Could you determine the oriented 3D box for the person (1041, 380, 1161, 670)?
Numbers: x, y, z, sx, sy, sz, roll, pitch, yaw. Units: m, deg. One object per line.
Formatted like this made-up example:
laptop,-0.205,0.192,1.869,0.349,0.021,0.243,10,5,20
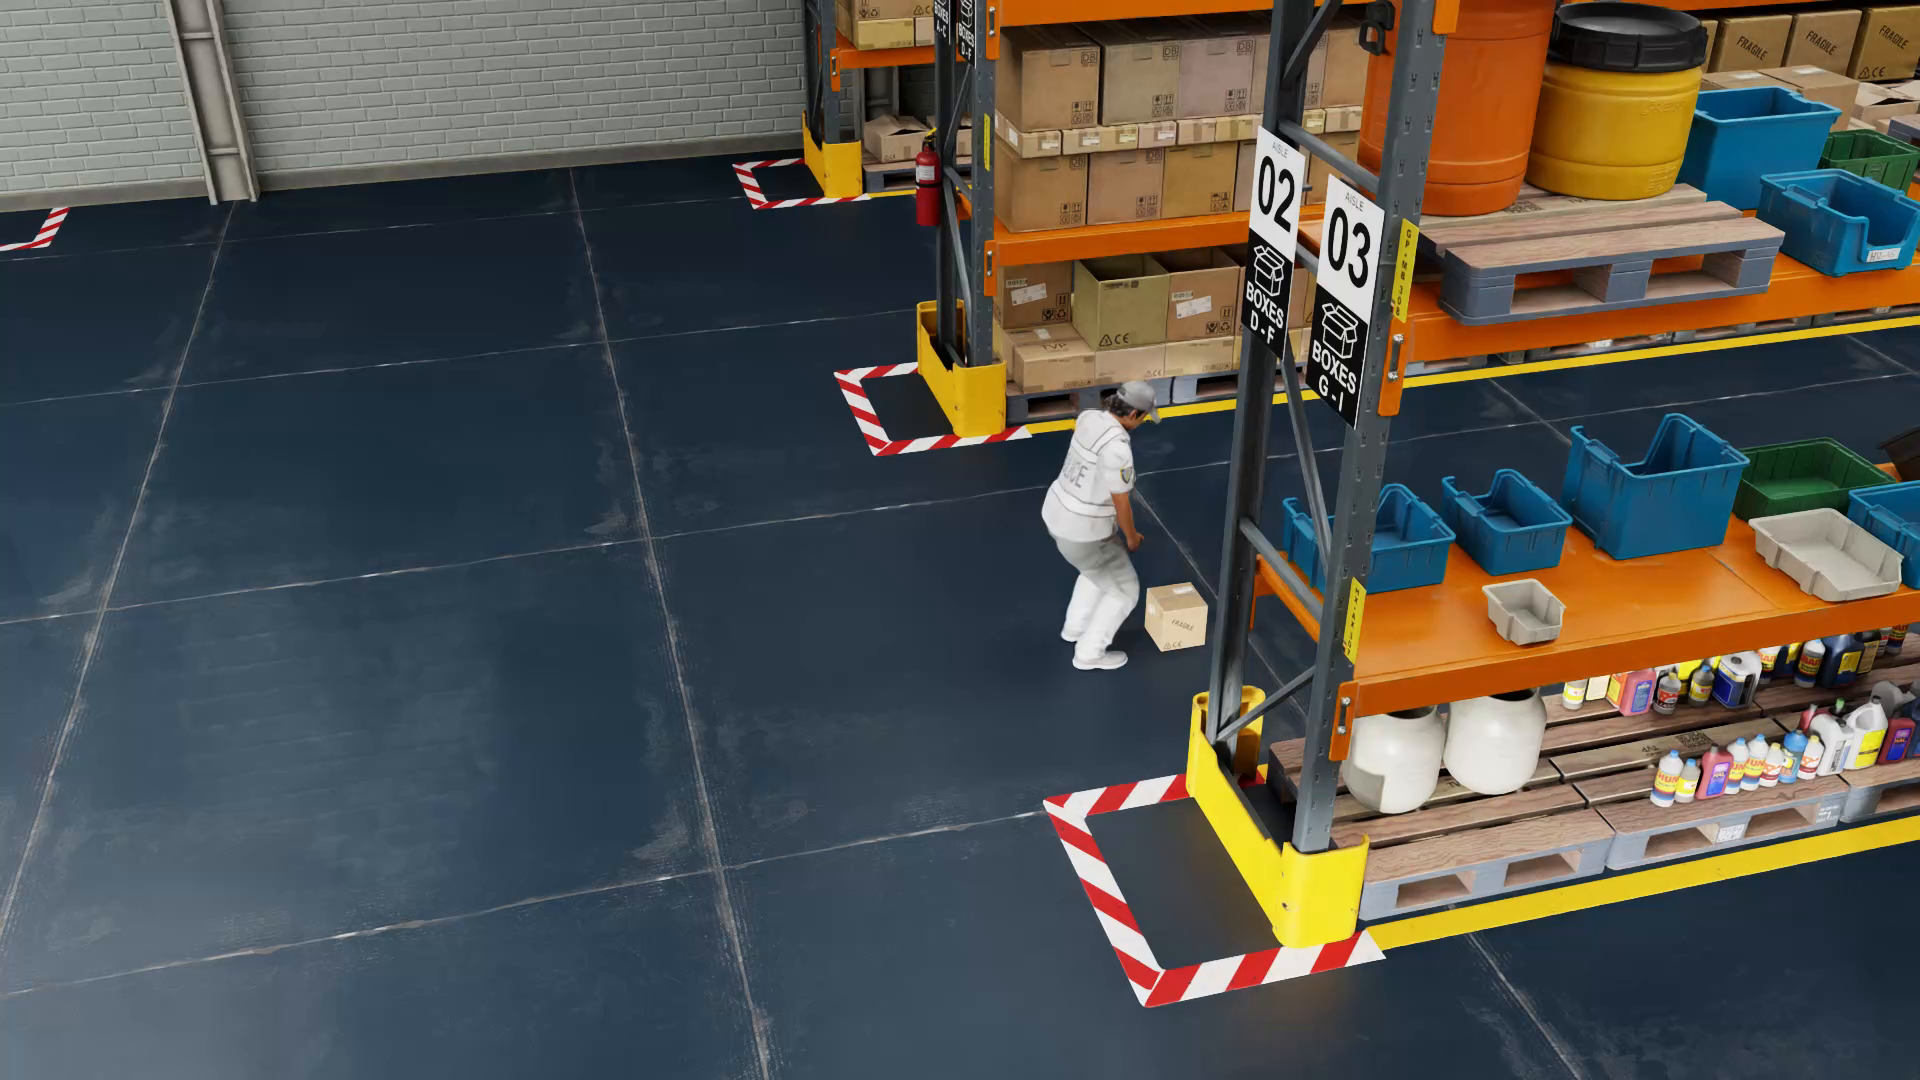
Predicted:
person,0.716,-0.091,8.521,0.591,1.541,0.519,-7,31,-12
